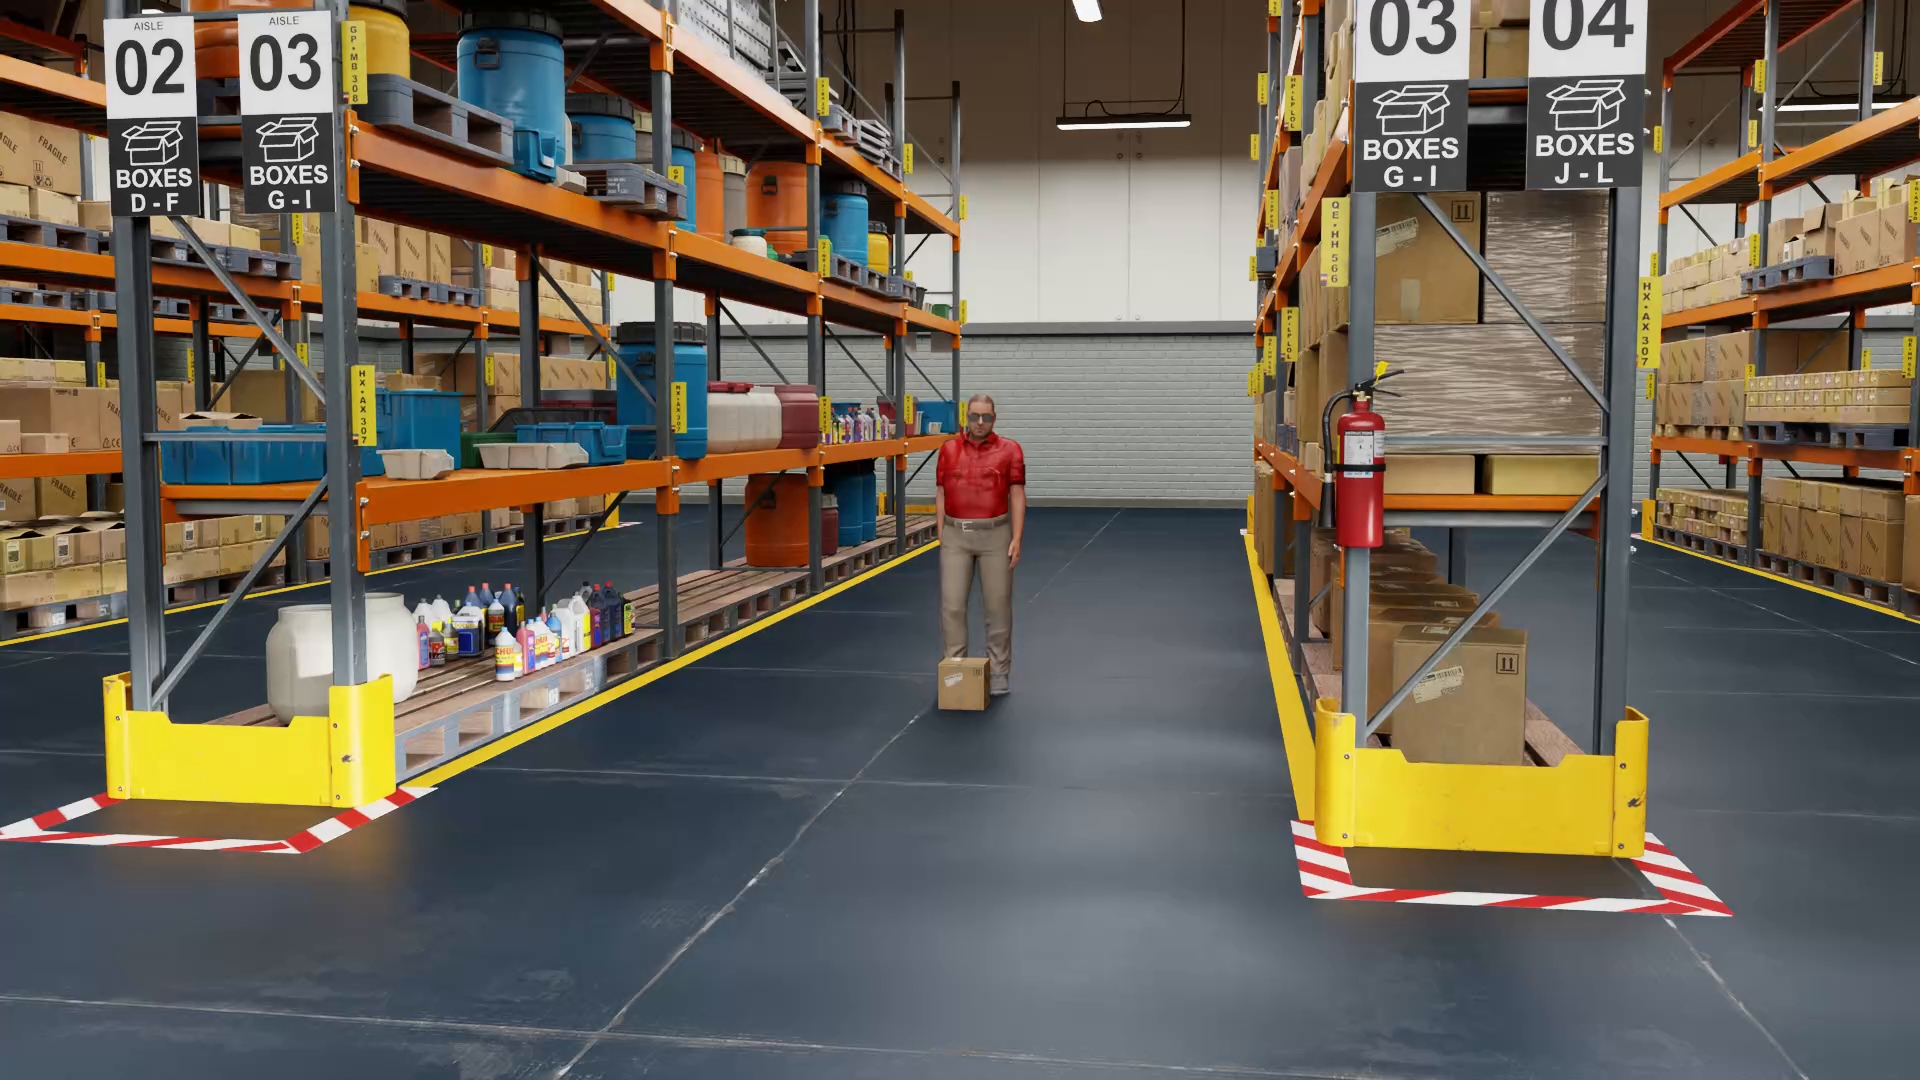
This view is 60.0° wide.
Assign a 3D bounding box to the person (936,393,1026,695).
[{"bbox_3d":[0.111,0.022,9.541,0.529,1.721,0.354,1,4,10],"label":"person"}]
